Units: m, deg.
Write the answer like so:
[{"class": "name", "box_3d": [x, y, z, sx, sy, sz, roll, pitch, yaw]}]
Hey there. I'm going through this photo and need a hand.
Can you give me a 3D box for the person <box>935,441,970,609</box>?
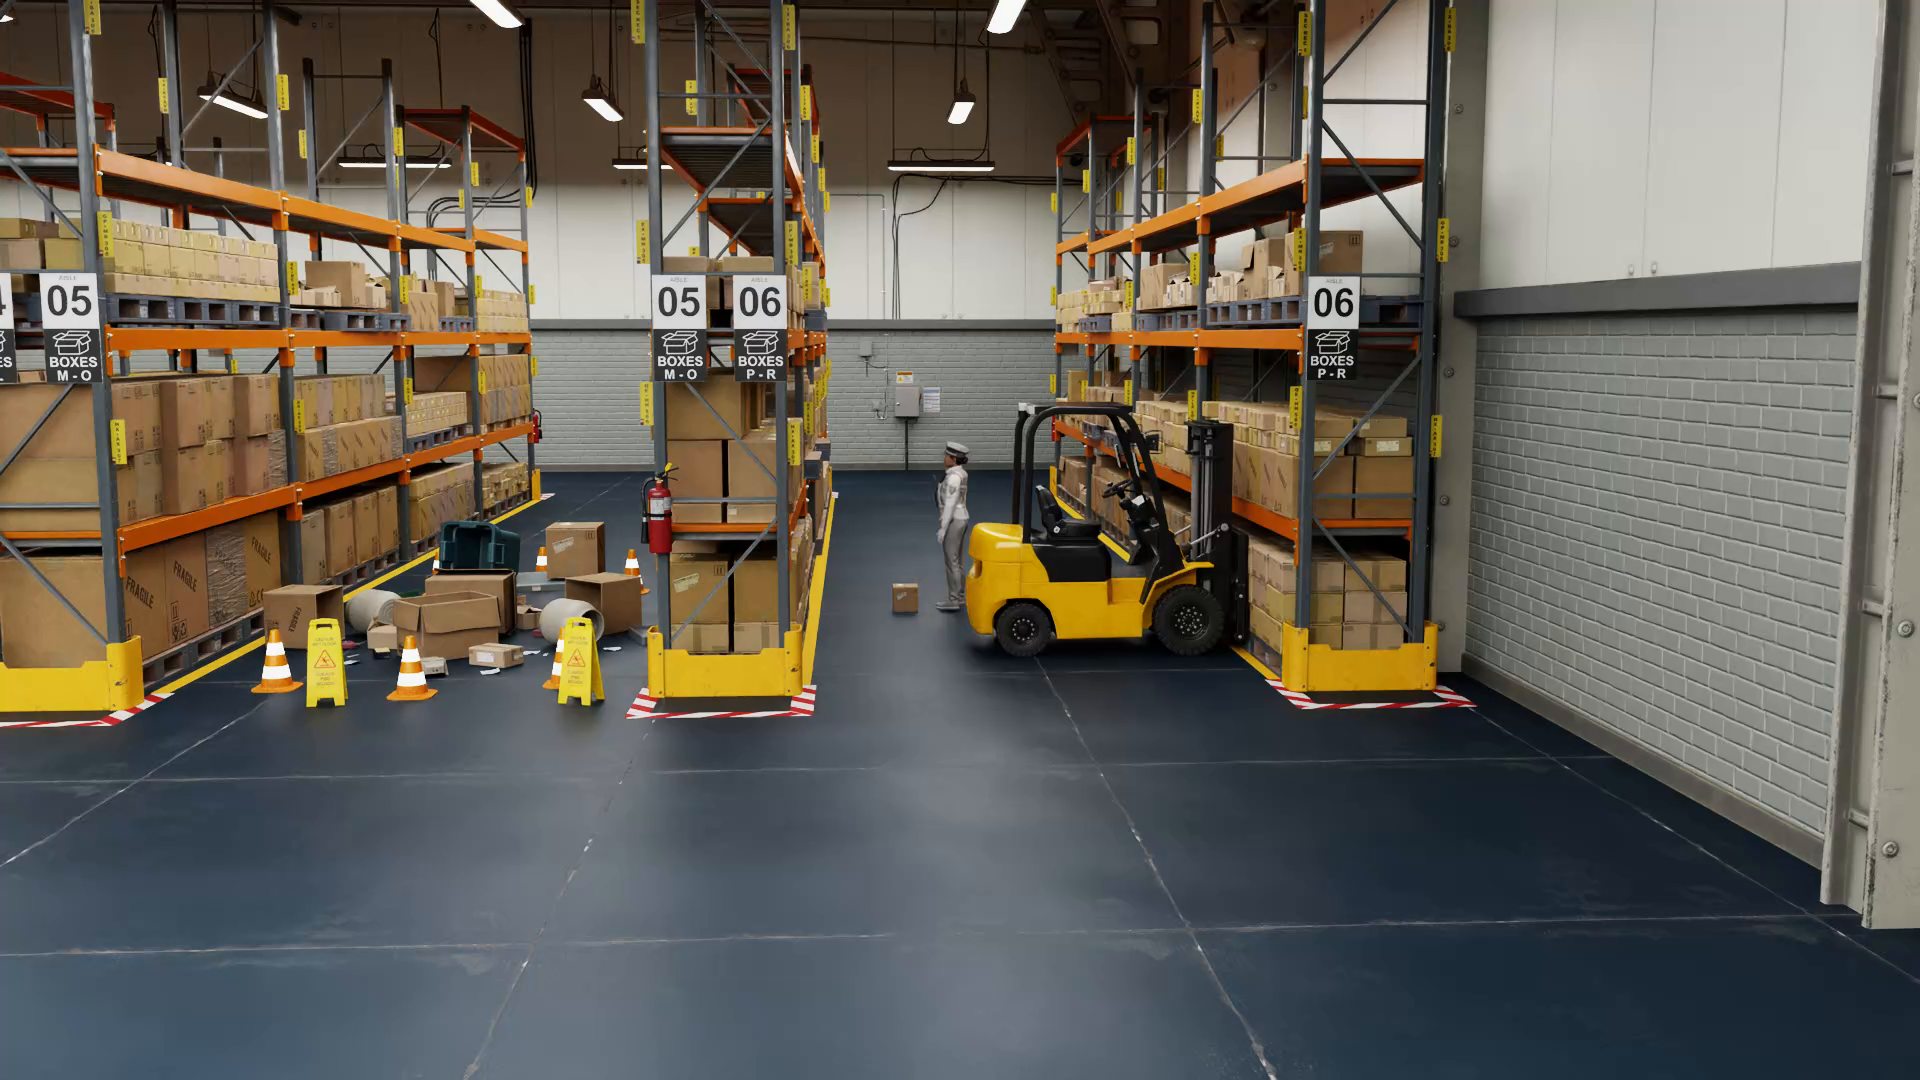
[{"class": "person", "box_3d": [-0.074, -0.141, 16.732, 0.351, 1.709, 0.512, 1, 7, 8]}]
